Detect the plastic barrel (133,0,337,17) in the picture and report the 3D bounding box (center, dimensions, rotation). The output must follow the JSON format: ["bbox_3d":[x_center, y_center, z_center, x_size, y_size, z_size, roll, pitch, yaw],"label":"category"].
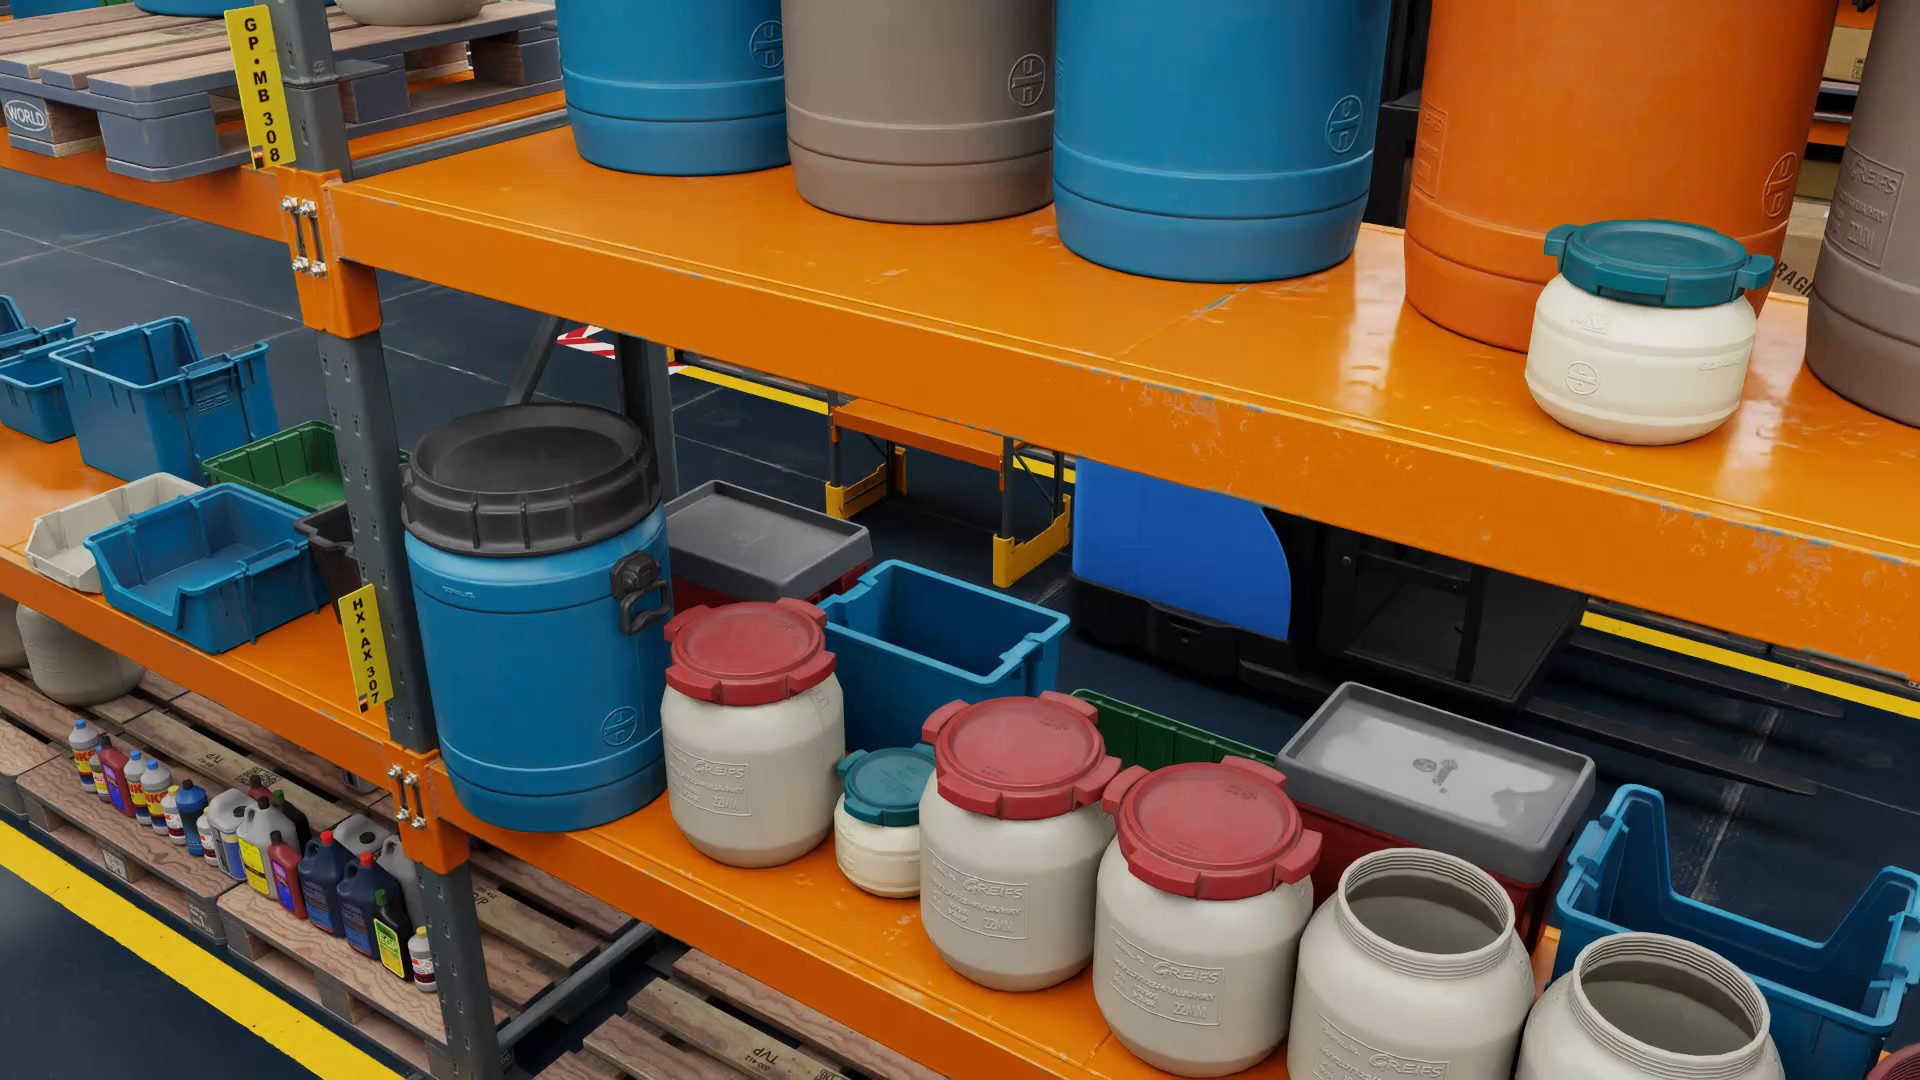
[{"bbox_3d":[-1.905,-1.853,4.260,0.708,0.901,0.600,17,32,30],"label":"plastic barrel"}]

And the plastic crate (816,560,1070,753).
[{"bbox_3d":[-0.060,0.364,4.244,0.575,0.384,0.392,17,32,30],"label":"plastic crate"}]

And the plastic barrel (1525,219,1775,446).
[{"bbox_3d":[0.971,-0.297,2.372,0.301,0.262,0.301,0,27,0],"label":"plastic barrel"}]

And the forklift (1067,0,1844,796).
[{"bbox_3d":[1.987,-0.698,6.390,3.031,2.935,1.130,17,31,30],"label":"forklift"}]

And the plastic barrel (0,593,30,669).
[{"bbox_3d":[-3.857,0.225,6.780,0.421,0.512,0.421,0,27,0],"label":"plastic barrel"}]

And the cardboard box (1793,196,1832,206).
[{"bbox_3d":[5.932,-2.153,11.444,0.500,0.500,0.700,18,32,31],"label":"cardboard box"}]

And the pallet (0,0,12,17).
[{"bbox_3d":[-3.816,-1.840,5.460,1.213,0.211,1.003,17,32,30],"label":"pallet"}]

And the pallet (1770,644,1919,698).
[{"bbox_3d":[4.303,0.383,7.264,1.213,0.211,1.003,17,32,30],"label":"pallet"}]

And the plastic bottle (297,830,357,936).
[{"bbox_3d":[-1.997,1.068,5.280,0.185,0.351,0.144,16,31,28],"label":"plastic bottle"}]

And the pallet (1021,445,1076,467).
[{"bbox_3d":[1.030,-0.638,9.270,1.213,0.211,1.003,17,32,30],"label":"pallet"}]

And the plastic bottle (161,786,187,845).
[{"bbox_3d":[-2.678,0.936,5.705,0.097,0.201,0.097,0,27,0],"label":"plastic bottle"}]

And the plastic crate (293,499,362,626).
[{"bbox_3d":[-1.505,0.036,4.940,0.504,0.338,0.767,17,32,30],"label":"plastic crate"}]

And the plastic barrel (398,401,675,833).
[{"bbox_3d":[-0.998,0.179,4.037,0.708,0.901,0.600,17,32,30],"label":"plastic barrel"}]

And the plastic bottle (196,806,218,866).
[{"bbox_3d":[-2.508,0.988,5.601,0.097,0.201,0.097,0,27,0],"label":"plastic bottle"}]

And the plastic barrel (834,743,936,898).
[{"bbox_3d":[-0.141,0.649,3.819,0.301,0.262,0.301,0,27,0],"label":"plastic barrel"}]

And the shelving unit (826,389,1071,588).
[{"bbox_3d":[-0.063,-0.688,7.948,1.083,1.500,0.587,17,32,30],"label":"shelving unit"}]

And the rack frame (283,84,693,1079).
[{"bbox_3d":[-1.145,0.190,4.569,0.127,3.000,1.000,17,32,30],"label":"rack frame"}]

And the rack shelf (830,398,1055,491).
[{"bbox_3d":[-0.070,-0.530,8.034,1.000,0.185,0.538,17,32,30],"label":"rack shelf"}]

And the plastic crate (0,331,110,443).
[{"bbox_3d":[-3.328,-0.585,6.256,0.408,0.251,0.499,17,32,30],"label":"plastic crate"}]

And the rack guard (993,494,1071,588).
[{"bbox_3d":[0.348,-0.003,7.980,0.087,0.250,0.587,17,32,30],"label":"rack guard"}]

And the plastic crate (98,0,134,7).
[{"bbox_3d":[-2.292,-1.559,4.933,0.450,0.188,0.336,17,32,30],"label":"plastic crate"}]

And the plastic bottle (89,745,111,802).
[{"bbox_3d":[-3.039,0.823,5.926,0.097,0.201,0.097,0,27,0],"label":"plastic bottle"}]

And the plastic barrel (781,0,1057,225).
[{"bbox_3d":[-0.064,-1.152,3.347,0.600,0.901,0.600,0,27,0],"label":"plastic barrel"}]

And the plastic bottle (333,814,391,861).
[{"bbox_3d":[-1.934,1.039,5.418,0.135,0.276,0.152,17,32,30],"label":"plastic bottle"}]

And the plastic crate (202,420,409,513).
[{"bbox_3d":[-2.104,-0.169,5.509,0.662,0.188,0.450,17,32,30],"label":"plastic crate"}]

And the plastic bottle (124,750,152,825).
[{"bbox_3d":[-2.842,0.853,5.789,0.097,0.271,0.097,0,27,0],"label":"plastic bottle"}]

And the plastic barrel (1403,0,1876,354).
[{"bbox_3d":[1.059,-0.771,2.676,0.708,0.830,0.600,17,32,30],"label":"plastic barrel"}]

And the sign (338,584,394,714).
[{"bbox_3d":[-1.466,0.270,4.107,0.005,0.325,0.100,17,32,30],"label":"sign"}]

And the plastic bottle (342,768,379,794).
[{"bbox_3d":[-2.145,0.750,5.987,0.135,0.276,0.152,17,32,30],"label":"plastic bottle"}]

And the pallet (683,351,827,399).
[{"bbox_3d":[-0.981,-1.264,10.501,1.213,0.211,1.003,17,32,30],"label":"pallet"}]

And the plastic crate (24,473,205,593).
[{"bbox_3d":[-2.627,-0.014,5.262,0.437,0.136,0.530,17,32,30],"label":"plastic crate"}]

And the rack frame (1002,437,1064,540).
[{"bbox_3d":[0.349,-0.560,7.696,0.032,1.500,0.500,17,32,30],"label":"rack frame"}]

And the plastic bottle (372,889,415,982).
[{"bbox_3d":[-1.729,1.205,5.085,0.133,0.283,0.061,19,33,33],"label":"plastic bottle"}]

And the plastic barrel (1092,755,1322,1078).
[{"bbox_3d":[0.481,0.757,3.305,0.433,0.535,0.433,0,27,0],"label":"plastic barrel"}]

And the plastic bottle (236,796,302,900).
[{"bbox_3d":[-2.264,0.985,5.443,0.185,0.351,0.144,17,32,30],"label":"plastic bottle"}]

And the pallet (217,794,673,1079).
[{"bbox_3d":[-1.675,1.245,5.571,1.213,0.211,1.003,17,32,30],"label":"pallet"}]

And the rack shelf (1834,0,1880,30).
[{"bbox_3d":[3.311,-2.163,6.679,4.000,0.370,1.077,17,32,30],"label":"rack shelf"}]

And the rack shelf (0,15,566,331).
[{"bbox_3d":[-2.794,-1.339,5.061,4.000,0.370,1.077,17,32,30],"label":"rack shelf"}]

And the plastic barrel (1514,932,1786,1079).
[{"bbox_3d":[1.183,0.983,2.887,0.421,0.512,0.421,0,27,0],"label":"plastic barrel"}]

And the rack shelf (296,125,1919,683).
[{"bbox_3d":[0.503,-0.312,3.042,4.000,0.370,1.077,17,32,30],"label":"rack shelf"}]

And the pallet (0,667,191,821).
[{"bbox_3d":[-3.687,0.619,6.802,1.213,0.211,1.003,17,32,30],"label":"pallet"}]

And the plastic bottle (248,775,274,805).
[{"bbox_3d":[-2.336,0.932,5.621,0.133,0.283,0.061,17,32,30],"label":"plastic bottle"}]

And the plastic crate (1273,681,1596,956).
[{"bbox_3d":[0.993,0.660,3.576,0.583,0.464,0.402,17,32,30],"label":"plastic crate"}]

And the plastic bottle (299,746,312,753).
[{"bbox_3d":[-2.429,0.684,6.199,0.097,0.201,0.097,0,27,0],"label":"plastic bottle"}]

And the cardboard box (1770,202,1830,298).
[{"bbox_3d":[3.567,-1.103,6.999,0.500,0.500,0.500,15,31,28],"label":"cardboard box"}]

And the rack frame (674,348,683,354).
[{"bbox_3d":[-1.635,-2.688,10.224,0.127,3.000,1.000,17,32,30],"label":"rack frame"}]
